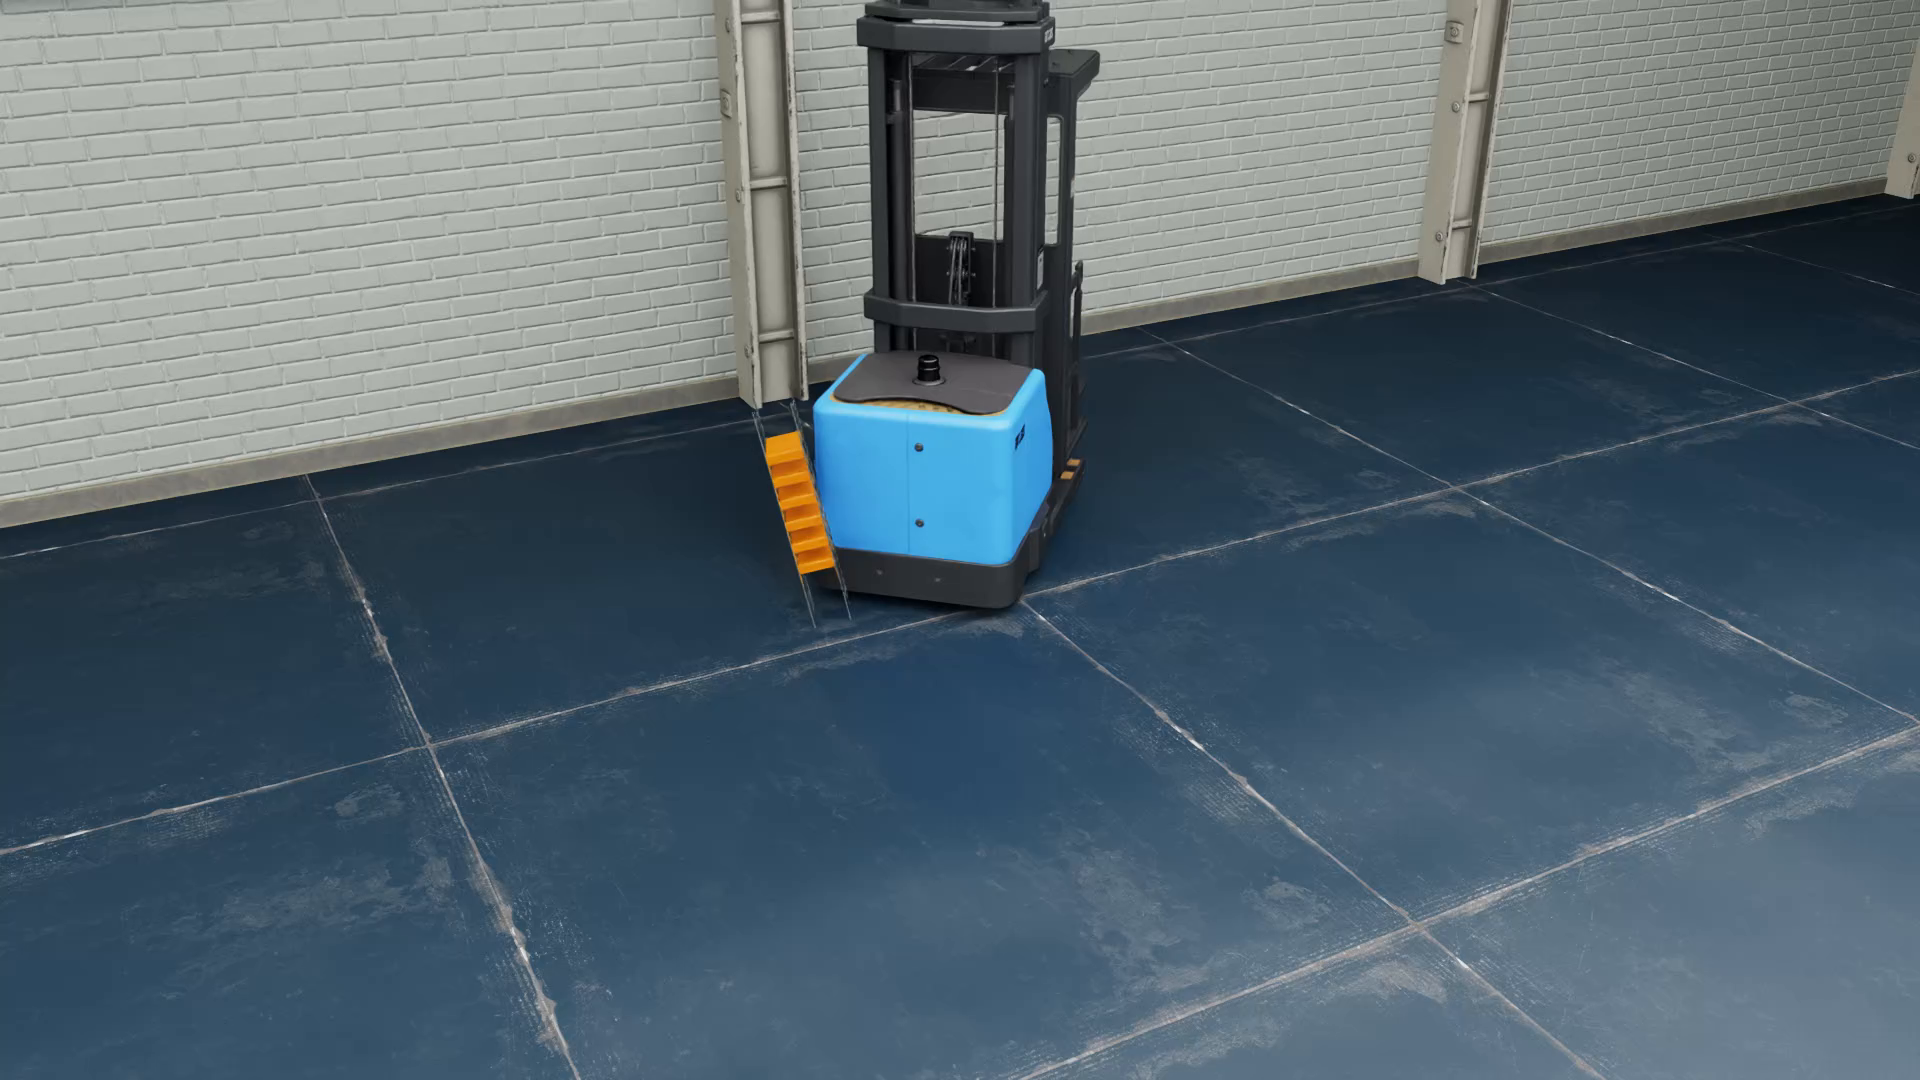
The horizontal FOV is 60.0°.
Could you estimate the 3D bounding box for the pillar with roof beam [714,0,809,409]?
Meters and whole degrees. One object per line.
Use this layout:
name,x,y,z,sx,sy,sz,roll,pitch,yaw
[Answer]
pillar with roof beam,0.763,-3.380,5.892,0.400,9.000,9.100,-13,29,-25

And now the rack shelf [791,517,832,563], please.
rack shelf,-0.738,-0.006,8.231,0.180,0.103,0.258,-13,26,0

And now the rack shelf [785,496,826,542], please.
rack shelf,-0.763,-0.111,8.177,0.180,0.103,0.258,-13,26,0

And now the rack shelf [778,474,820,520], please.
rack shelf,-0.788,-0.215,8.124,0.180,0.103,0.258,-13,26,0

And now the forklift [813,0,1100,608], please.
forklift,0.125,-1.592,9.180,1.130,2.935,3.031,6,26,13

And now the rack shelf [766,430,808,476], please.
rack shelf,-0.837,-0.425,8.018,0.180,0.103,0.258,-13,26,0

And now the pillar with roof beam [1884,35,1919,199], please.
pillar with roof beam,11.352,-5.824,10.983,0.400,9.000,9.100,-13,29,-25

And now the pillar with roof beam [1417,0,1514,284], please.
pillar with roof beam,6.057,-4.602,8.438,0.400,9.000,9.100,-13,29,-25

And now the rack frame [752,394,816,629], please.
rack frame,-0.861,-0.128,8.158,0.006,1.200,0.240,-13,26,0

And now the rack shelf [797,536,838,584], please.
rack shelf,-0.713,0.099,8.284,0.180,0.103,0.258,-13,26,0

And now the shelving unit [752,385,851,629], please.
shelving unit,-0.772,-0.149,8.158,0.189,1.200,0.258,-13,26,0

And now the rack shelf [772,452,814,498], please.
rack shelf,-0.813,-0.320,8.071,0.180,0.103,0.258,-13,26,0

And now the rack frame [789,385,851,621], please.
rack frame,-0.683,-0.171,8.158,0.006,1.200,0.240,-13,26,0
